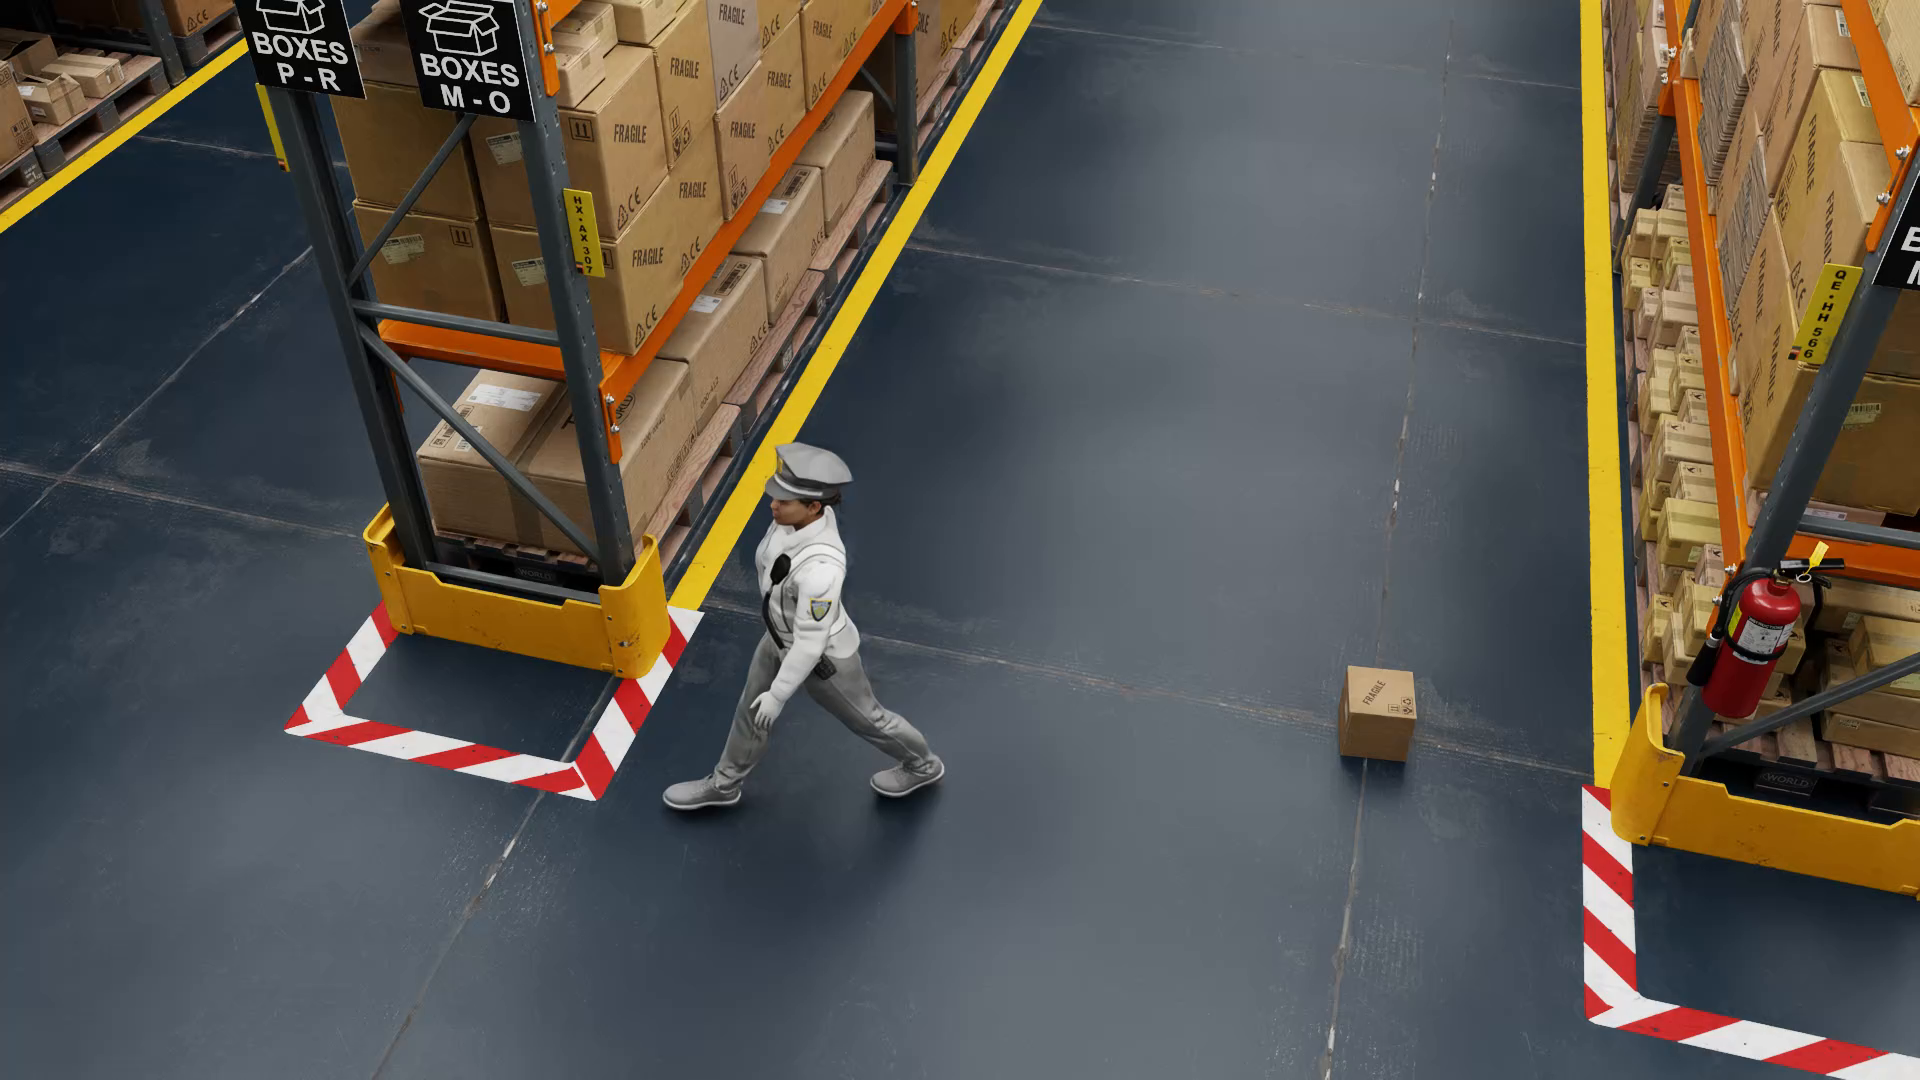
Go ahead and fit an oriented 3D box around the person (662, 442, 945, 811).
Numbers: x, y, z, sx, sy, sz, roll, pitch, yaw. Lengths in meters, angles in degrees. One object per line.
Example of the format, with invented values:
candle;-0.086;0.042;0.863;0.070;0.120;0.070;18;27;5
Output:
person;-0.570;0.363;5.706;1.029;1.619;0.513;-14;43;-16
